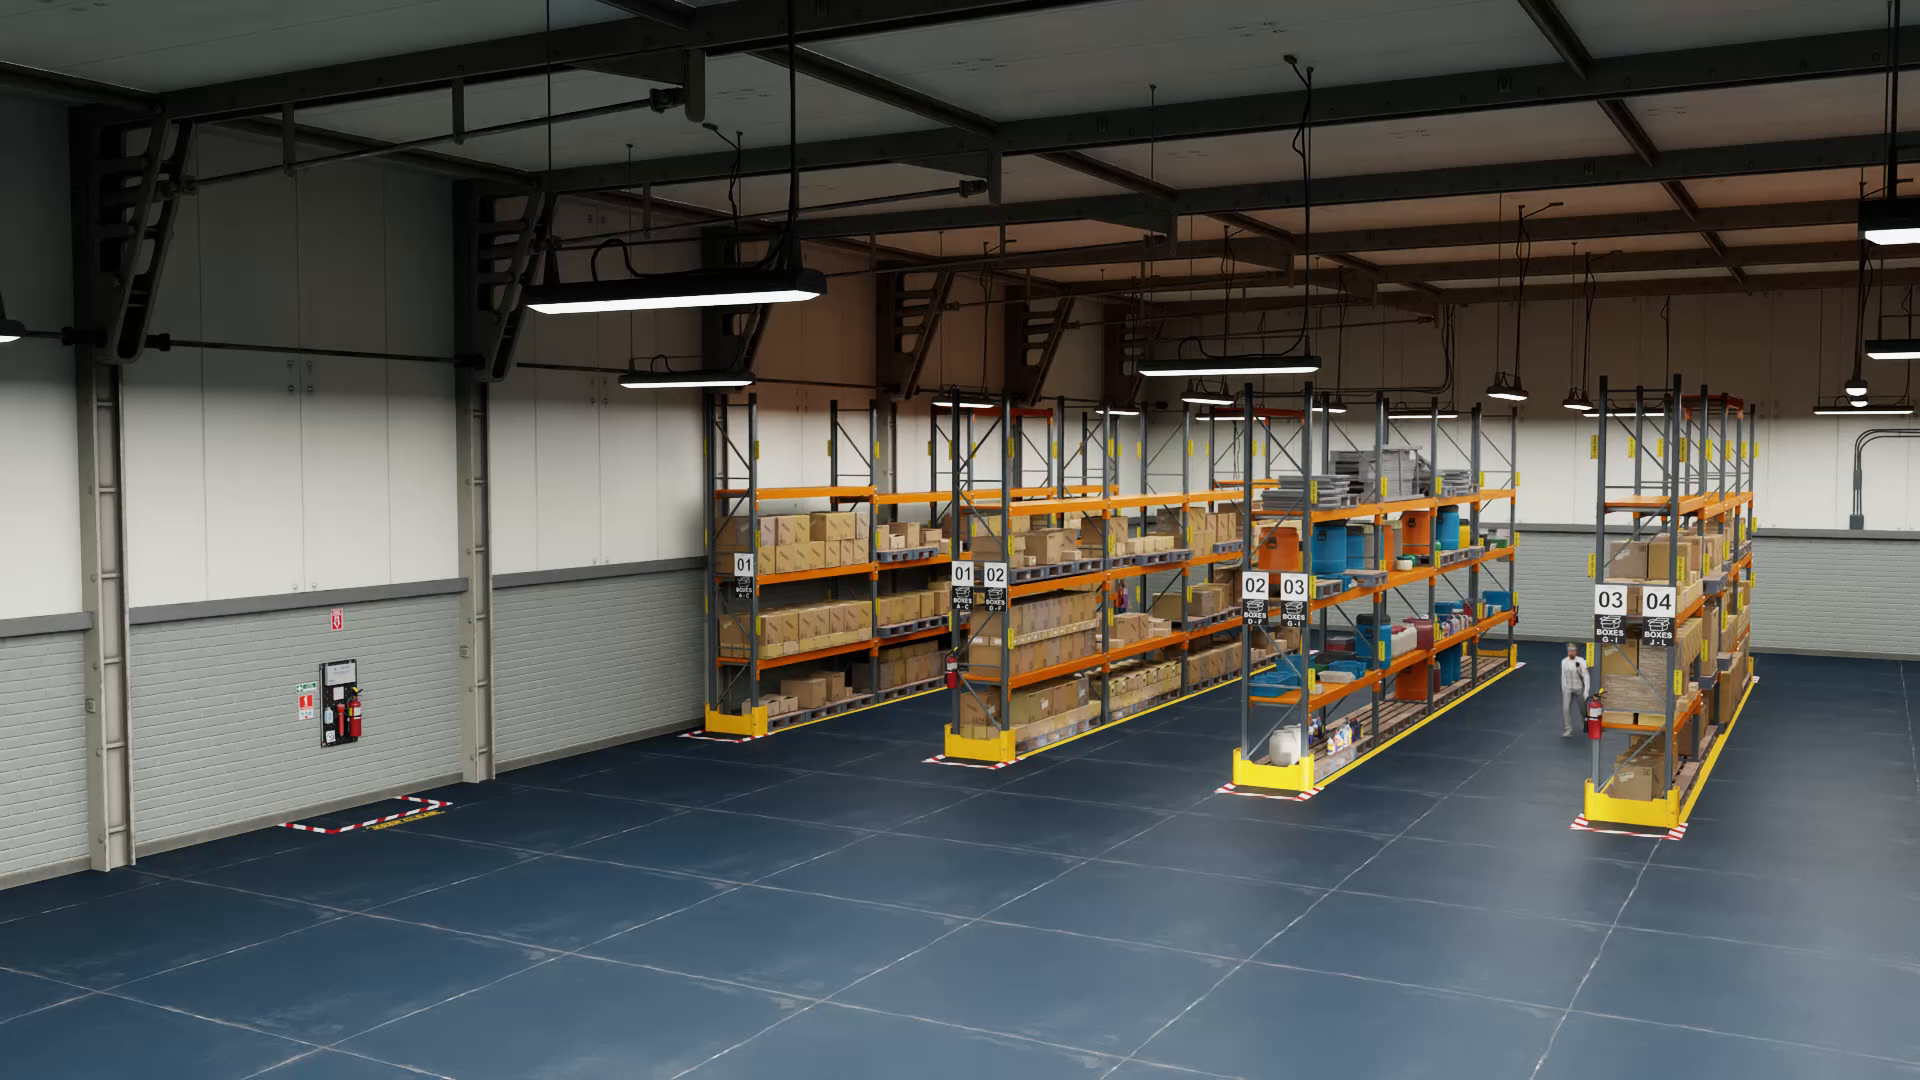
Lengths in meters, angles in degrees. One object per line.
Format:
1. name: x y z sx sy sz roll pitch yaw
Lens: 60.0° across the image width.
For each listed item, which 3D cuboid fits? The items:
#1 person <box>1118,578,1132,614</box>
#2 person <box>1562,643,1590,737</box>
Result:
1. person: 4.342 1.818 44.334 0.455 1.603 0.587 -3 4 -44
2. person: 10.811 2.603 29.162 0.508 1.636 0.942 2 4 38
